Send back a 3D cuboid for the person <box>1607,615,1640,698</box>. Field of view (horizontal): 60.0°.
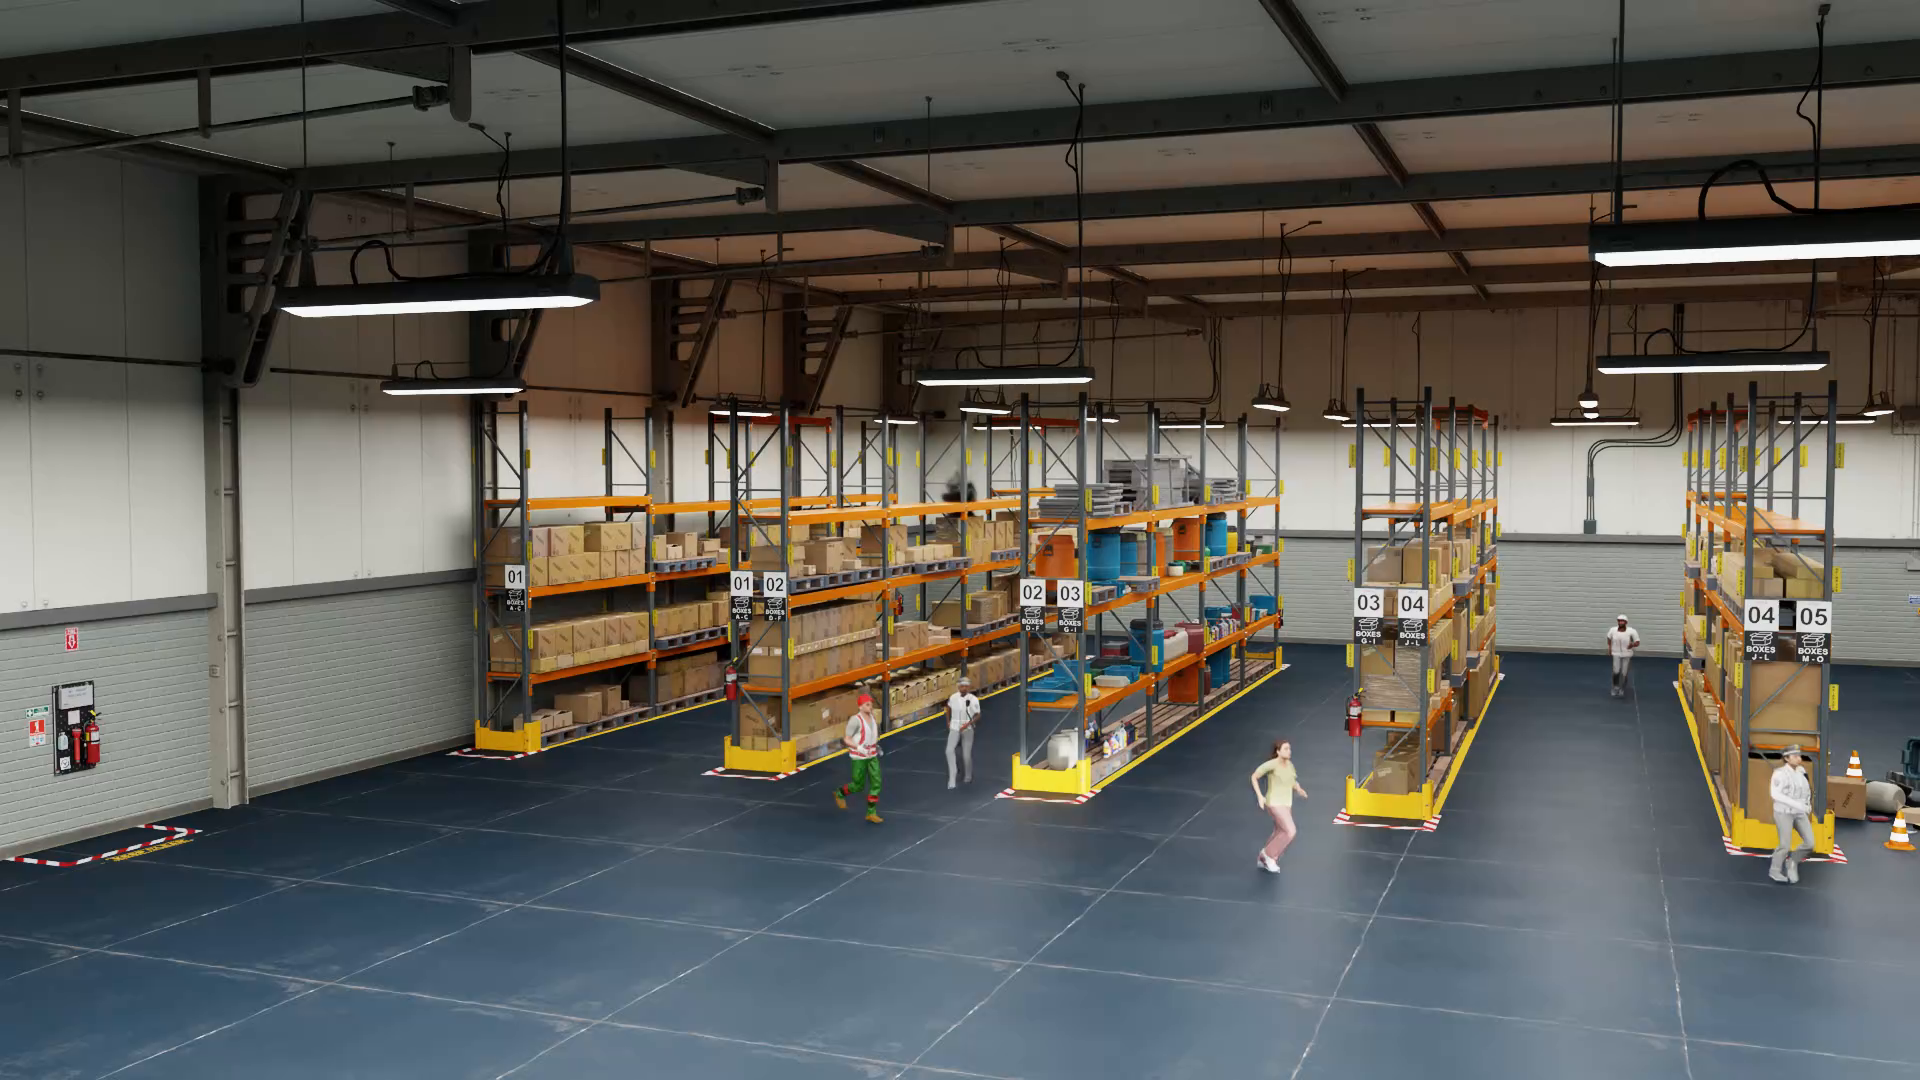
[{"bbox_3d":[13.856,2.438,34.794,0.670,1.757,0.669,1,3,27],"label":"person"}]

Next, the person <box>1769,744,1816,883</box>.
[{"bbox_3d":[9.787,3.214,19.488,0.649,1.678,0.624,-1,3,-15],"label":"person"}]

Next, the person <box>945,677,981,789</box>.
[{"bbox_3d":[0.035,2.937,25.432,0.585,1.707,0.672,1,3,14],"label":"person"}]

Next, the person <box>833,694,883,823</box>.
[{"bbox_3d":[-1.383,3.000,23.040,0.873,1.758,0.643,3,4,42],"label":"person"}]

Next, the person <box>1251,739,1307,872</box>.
[{"bbox_3d":[3.853,3.197,19.984,0.553,1.626,0.688,-2,4,-41],"label":"person"}]
